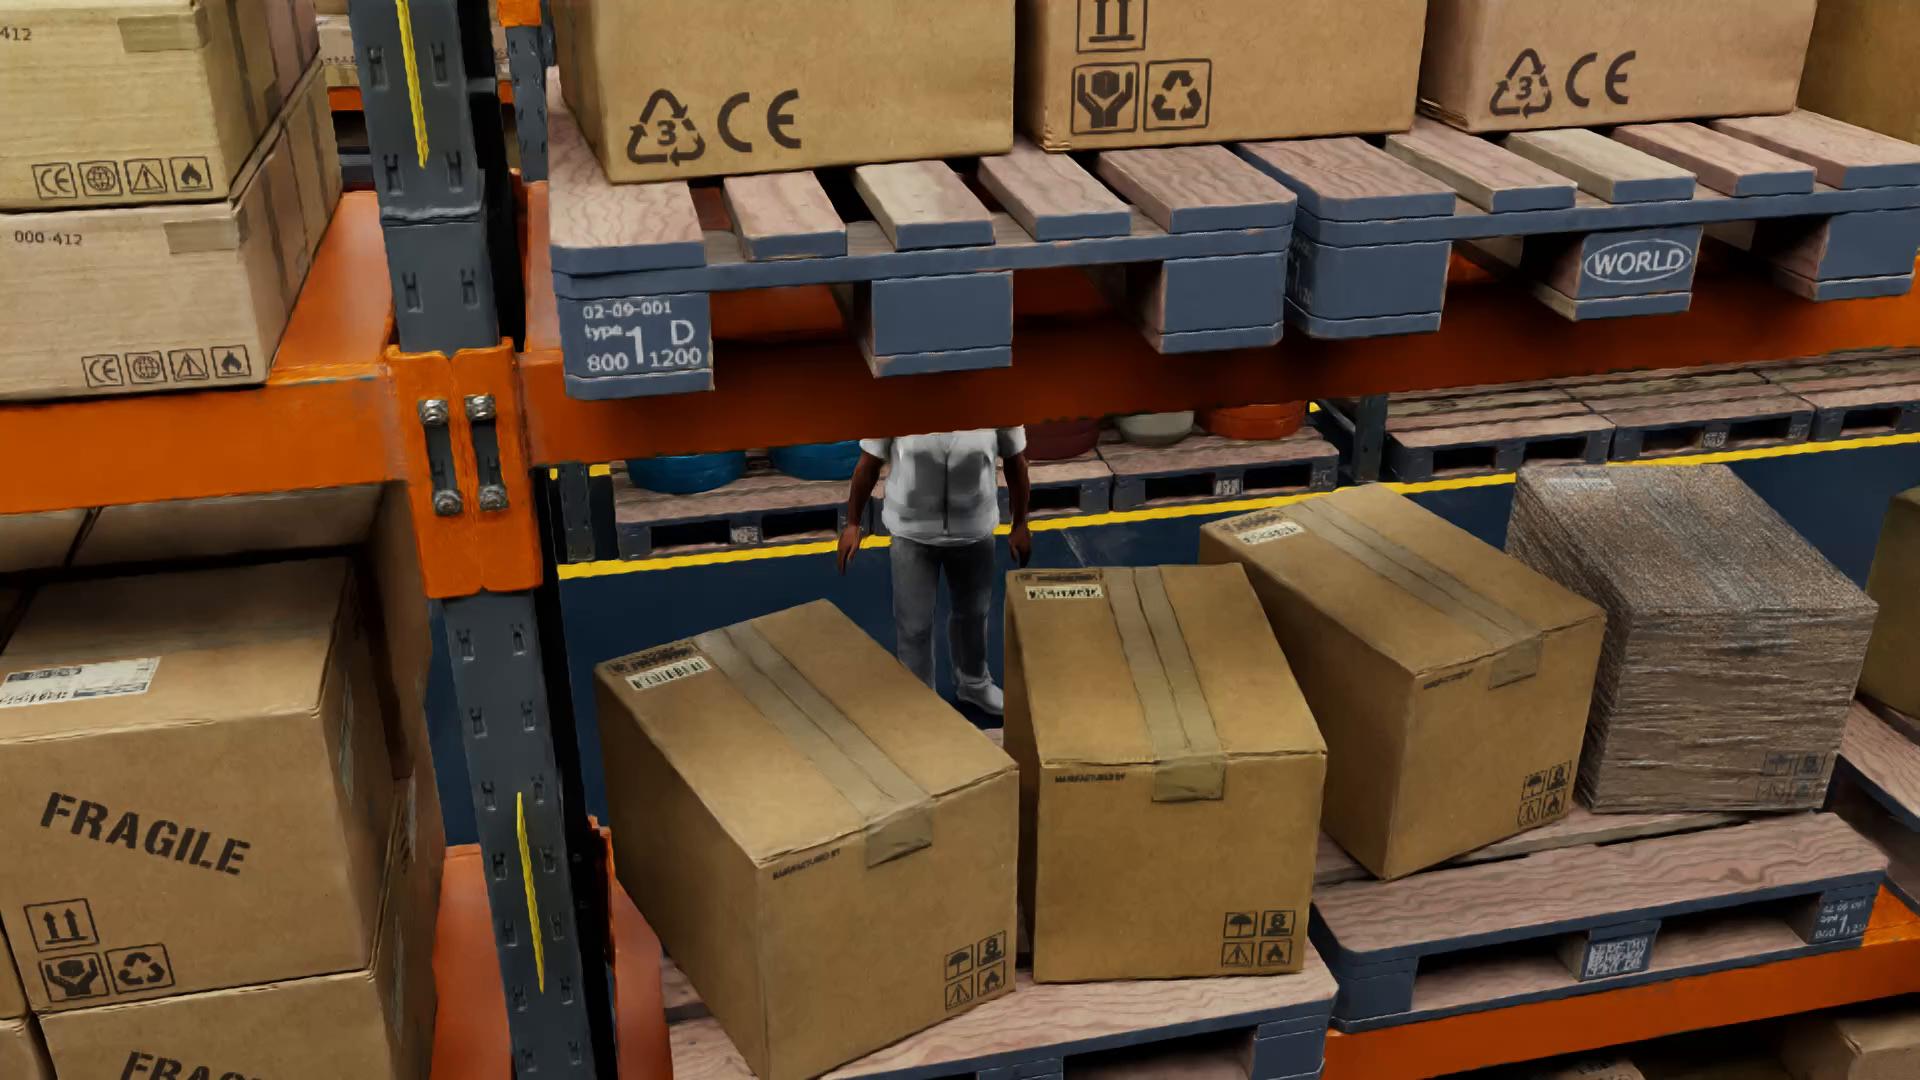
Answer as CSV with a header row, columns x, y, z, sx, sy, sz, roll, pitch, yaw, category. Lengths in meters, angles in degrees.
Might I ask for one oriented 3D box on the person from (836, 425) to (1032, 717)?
x,y,z,sx,sy,sz,roll,pitch,yaw,category
-0.086,-0.027,6.116,0.738,1.768,0.582,-4,27,-8,person
